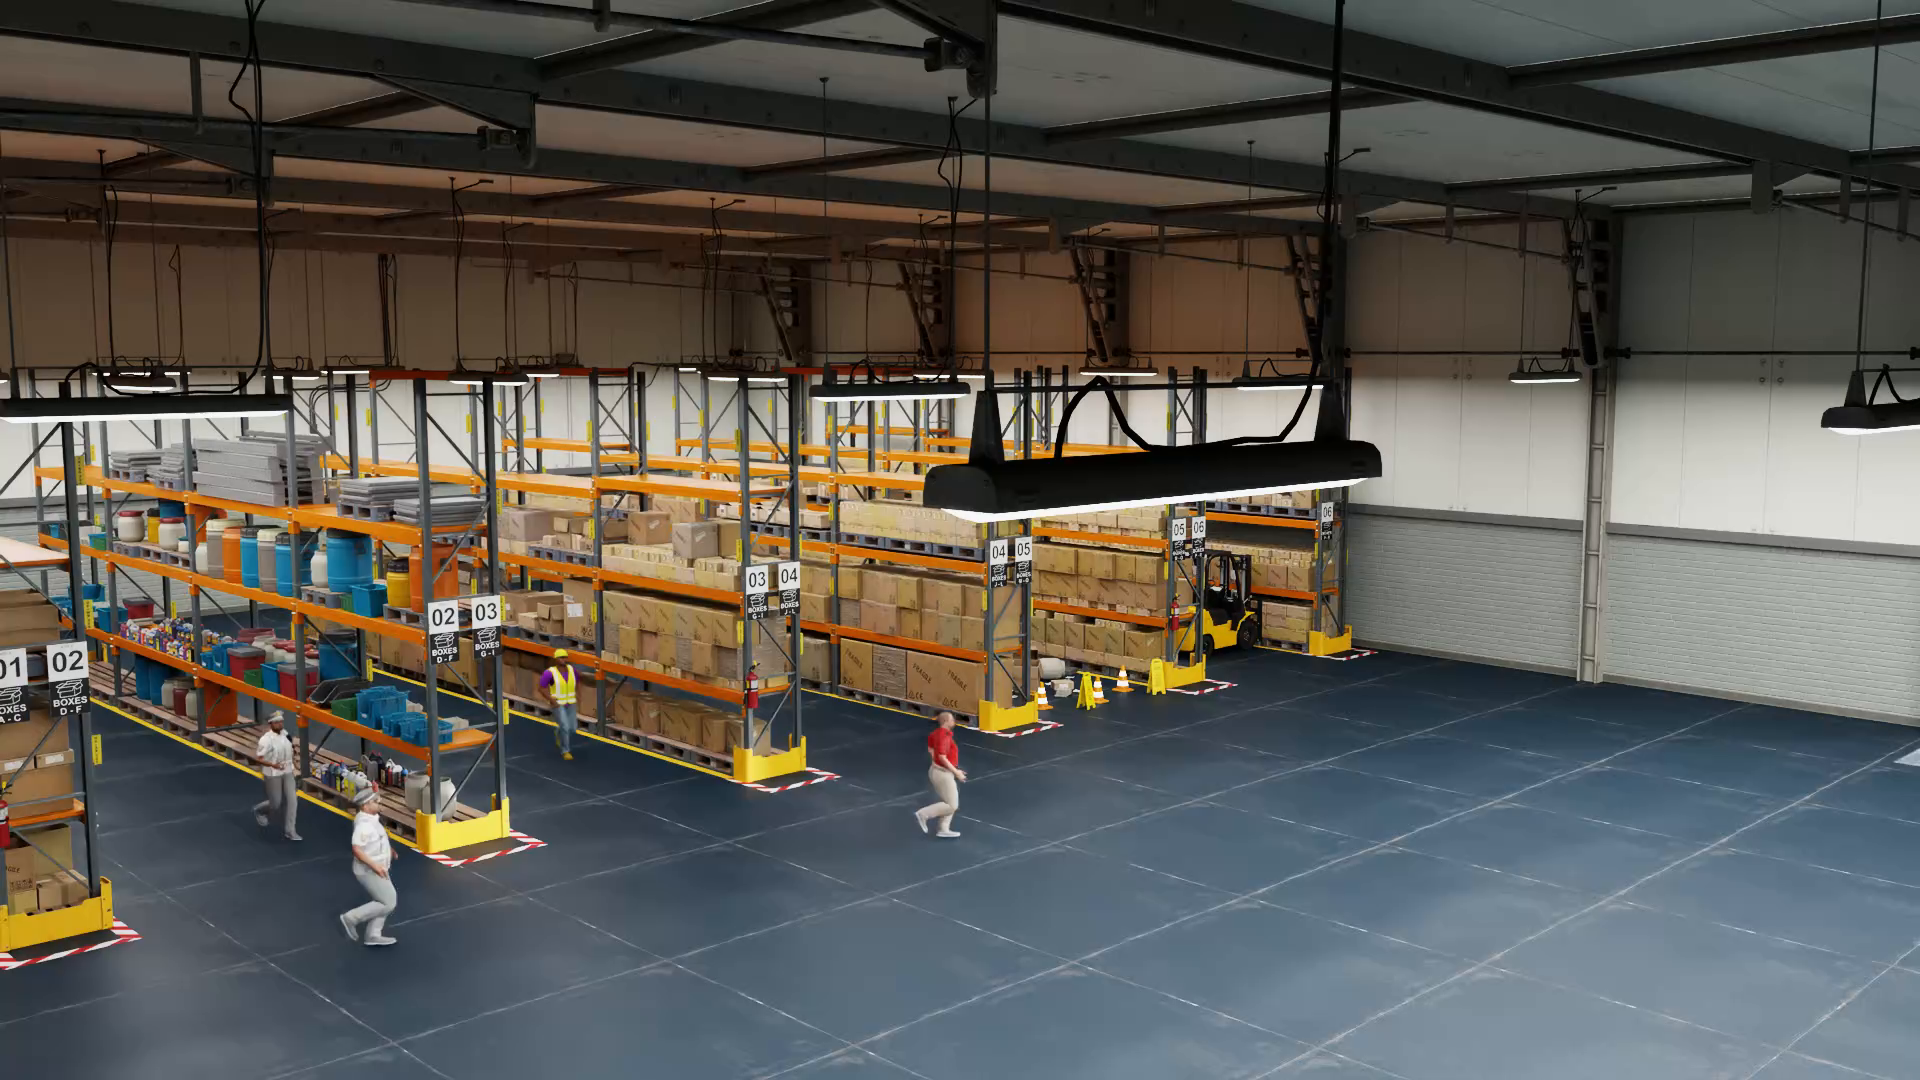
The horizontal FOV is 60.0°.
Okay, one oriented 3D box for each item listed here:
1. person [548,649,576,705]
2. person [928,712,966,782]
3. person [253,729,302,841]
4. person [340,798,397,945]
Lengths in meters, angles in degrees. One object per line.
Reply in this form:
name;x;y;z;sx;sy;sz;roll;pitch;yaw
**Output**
person;-6.196;2.130;25.883;0.436;0.883;0.337;-6;9;-43
person;-0.170;2.666;21.627;0.381;0.878;0.652;-2;7;-15
person;-8.910;3.178;21.716;0.851;1.442;0.542;4;8;33
person;-6.297;3.512;17.699;0.600;1.684;0.670;-2;7;-19
